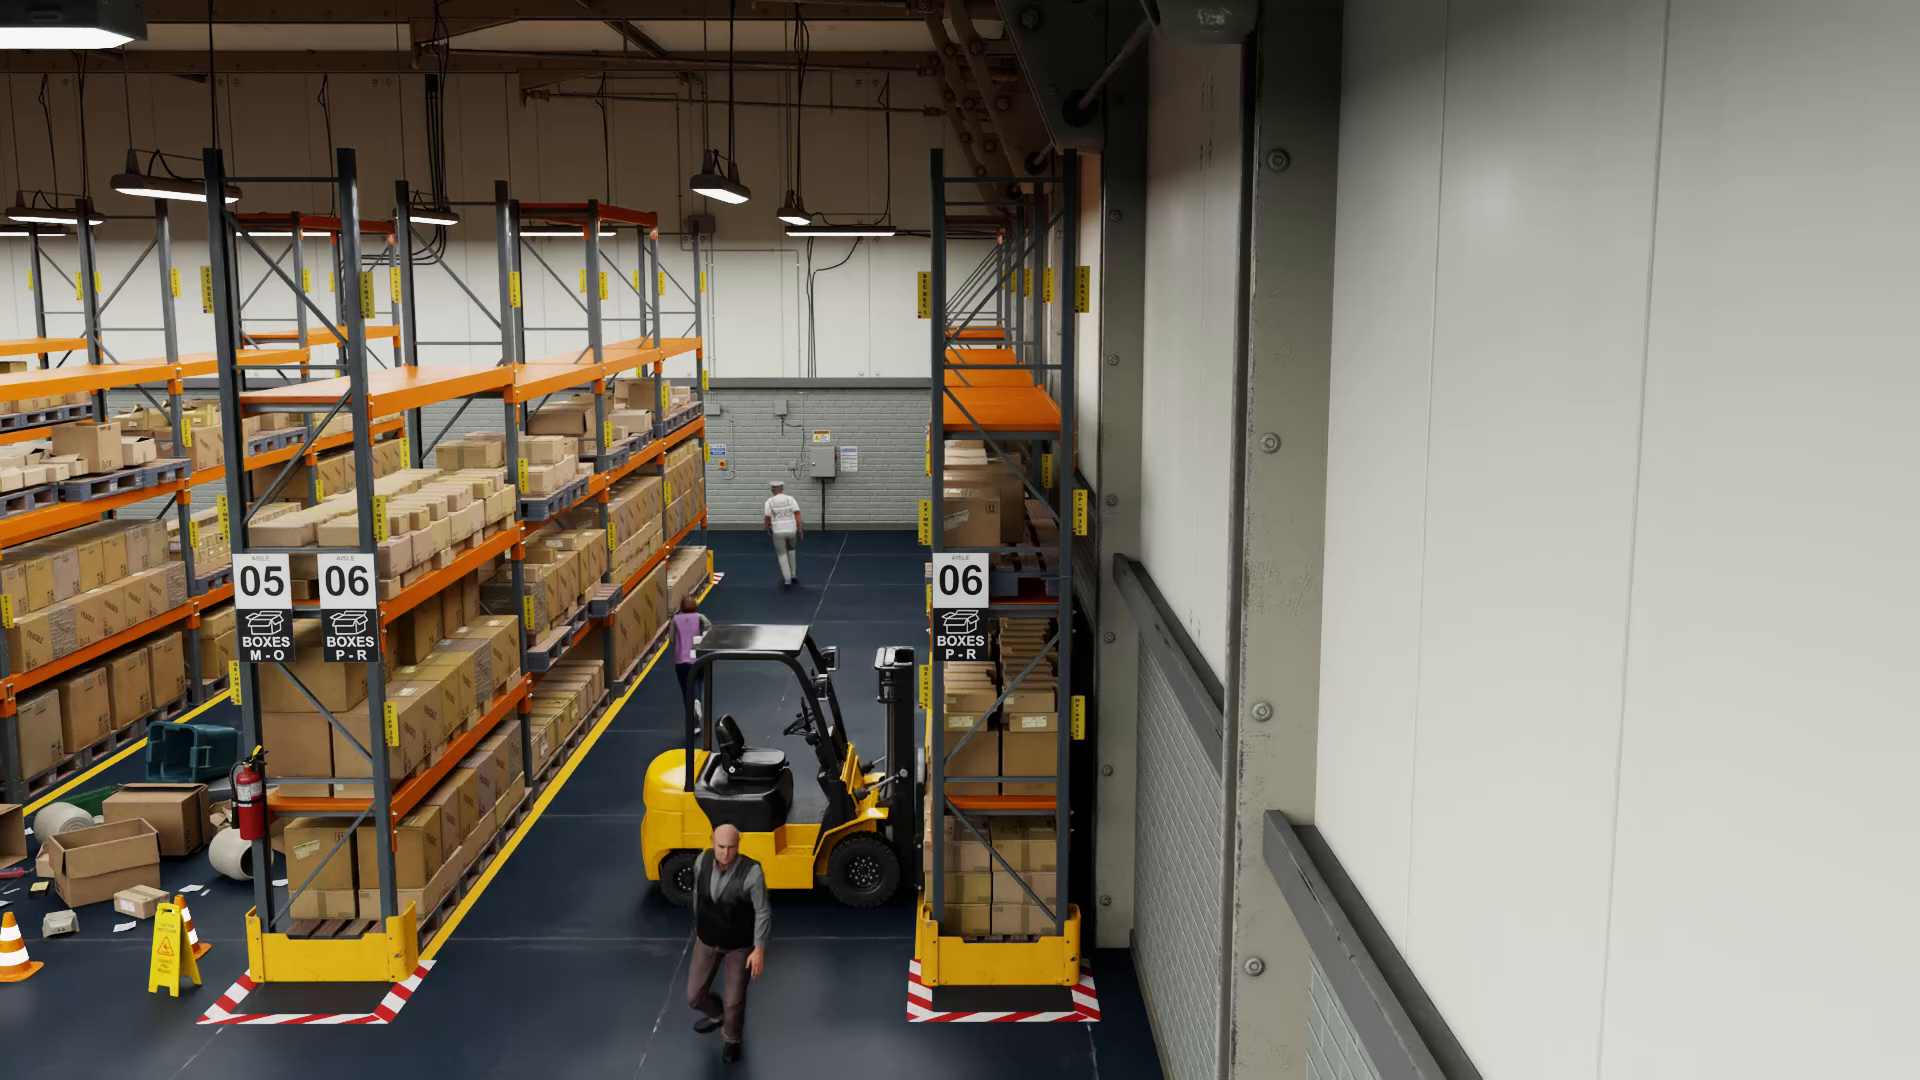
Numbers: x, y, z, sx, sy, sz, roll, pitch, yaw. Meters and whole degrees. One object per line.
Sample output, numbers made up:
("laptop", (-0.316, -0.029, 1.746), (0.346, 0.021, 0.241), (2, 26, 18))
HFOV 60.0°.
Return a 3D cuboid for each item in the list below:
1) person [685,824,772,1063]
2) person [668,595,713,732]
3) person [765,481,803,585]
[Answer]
("person", (-1.523, 2.618, 10.914), (0.692, 1.683, 0.552), (3, 9, 16))
("person", (-3.050, 1.400, 18.942), (0.519, 1.524, 0.736), (-2, 9, -12))
("person", (-2.941, -0.122, 27.702), (0.618, 1.719, 0.828), (-3, 10, -19))
